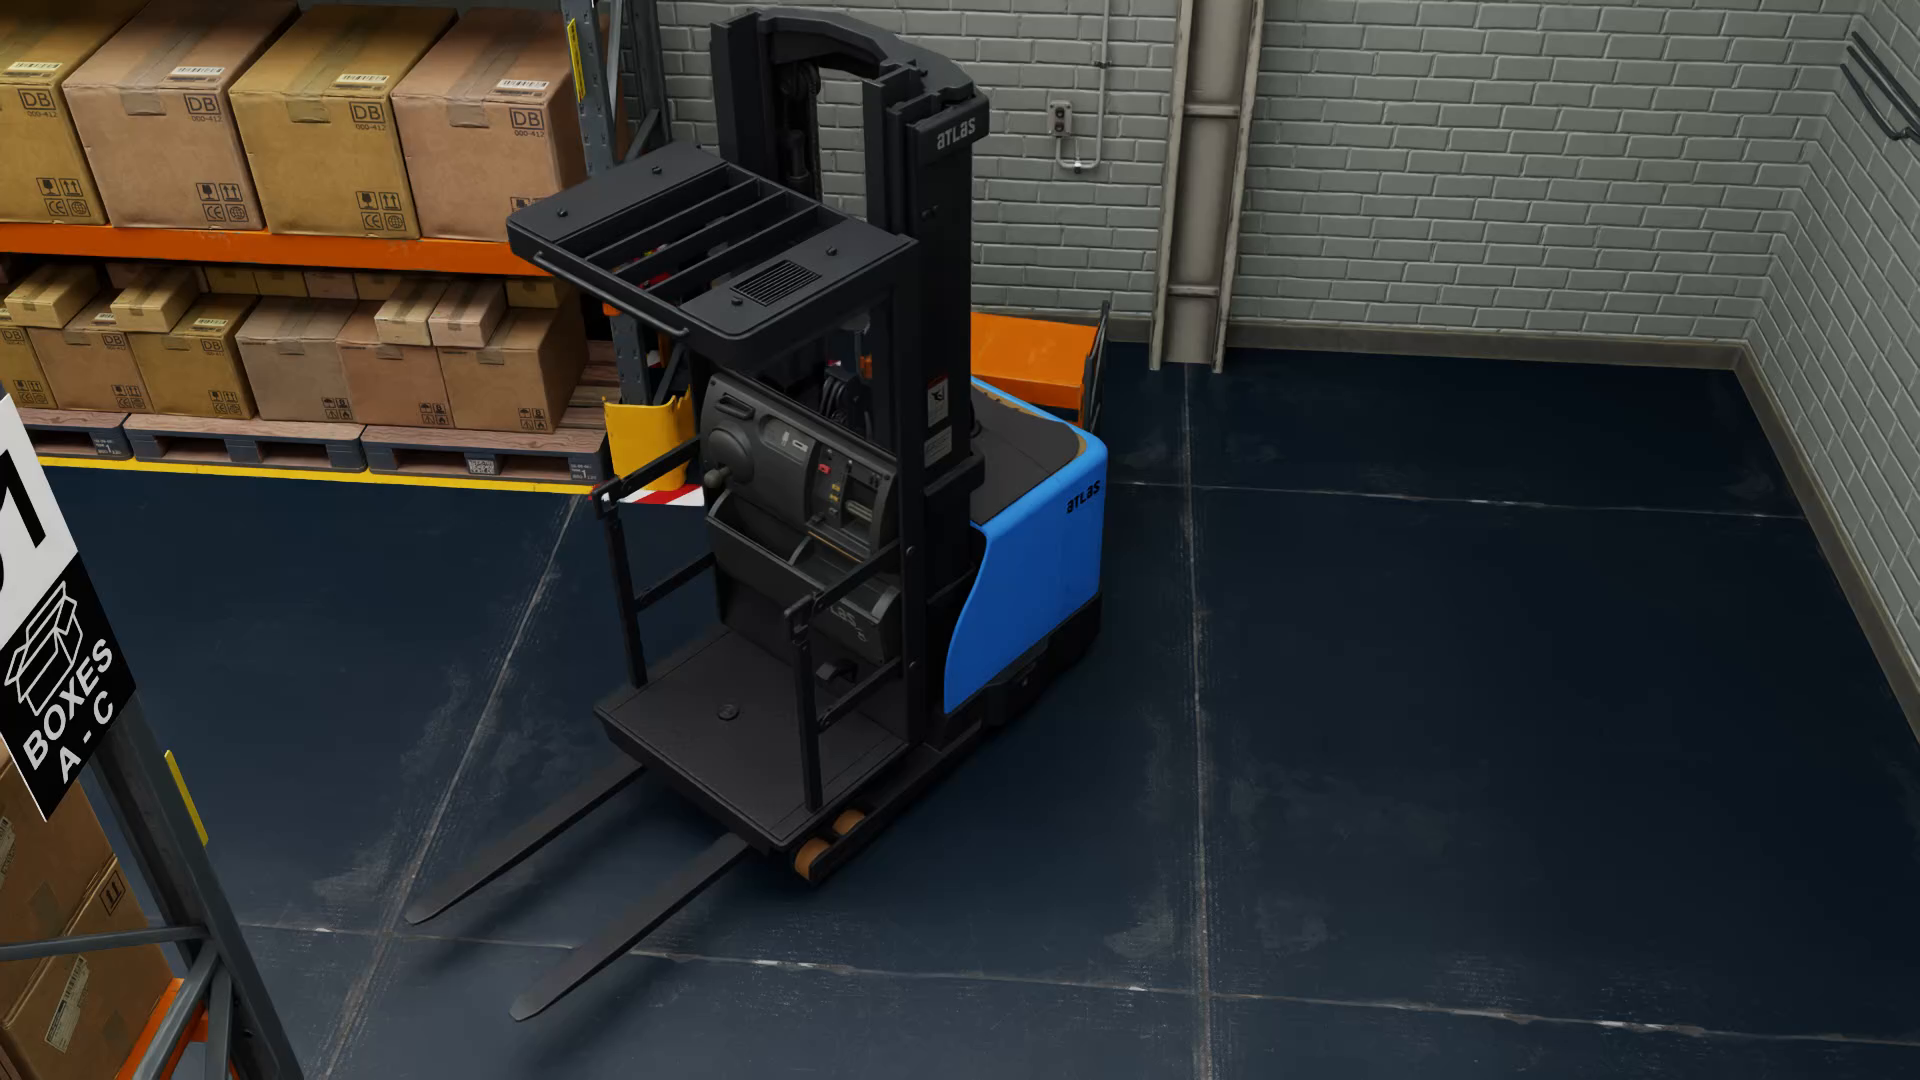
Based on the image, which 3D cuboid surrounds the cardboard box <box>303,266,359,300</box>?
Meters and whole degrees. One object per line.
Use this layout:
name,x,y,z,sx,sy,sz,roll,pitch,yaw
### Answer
cardboard box,-3.094,-1.373,8.365,0.250,0.149,0.380,4,39,4

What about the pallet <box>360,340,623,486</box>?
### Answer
pallet,-2.325,-0.692,8.604,1.213,0.211,1.003,3,39,4

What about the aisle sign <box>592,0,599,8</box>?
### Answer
aisle sign,-1.476,-2.595,6.673,0.004,0.787,0.394,3,39,4

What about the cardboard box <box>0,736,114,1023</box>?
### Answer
cardboard box,-2.365,0.720,3.789,0.500,0.500,0.500,4,39,5

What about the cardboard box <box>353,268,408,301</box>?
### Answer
cardboard box,-2.840,-1.360,8.348,0.250,0.149,0.380,3,39,4

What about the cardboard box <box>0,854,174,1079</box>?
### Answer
cardboard box,-2.365,1.107,4.105,0.500,0.500,0.500,4,39,5

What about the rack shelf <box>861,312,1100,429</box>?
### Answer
rack shelf,0.107,-0.788,7.533,1.000,0.278,0.538,8,40,10

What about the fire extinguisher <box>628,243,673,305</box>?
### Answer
fire extinguisher,-1.412,-1.306,7.506,0.183,0.674,0.296,3,39,4

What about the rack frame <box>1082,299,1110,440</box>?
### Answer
rack frame,0.603,-0.491,7.632,0.032,1.125,0.500,8,40,10

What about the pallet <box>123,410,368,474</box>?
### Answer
pallet,-3.537,-0.760,8.687,1.213,0.211,1.003,3,39,4

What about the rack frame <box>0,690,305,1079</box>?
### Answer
rack frame,-1.946,1.336,3.903,0.127,3.000,1.000,3,39,4

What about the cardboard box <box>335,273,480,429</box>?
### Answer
cardboard box,-2.727,-0.975,8.390,0.500,0.500,0.700,3,39,4

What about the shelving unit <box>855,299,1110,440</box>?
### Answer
shelving unit,0.107,-0.561,7.718,1.048,1.125,0.538,8,40,10

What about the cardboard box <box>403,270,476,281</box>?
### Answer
cardboard box,-2.591,-1.346,8.331,0.250,0.149,0.380,3,39,4

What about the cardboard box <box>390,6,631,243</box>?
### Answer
cardboard box,-2.031,-1.917,7.662,0.700,0.700,0.980,5,39,6

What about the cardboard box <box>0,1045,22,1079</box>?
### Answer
cardboard box,-2.415,1.444,3.691,0.500,0.500,0.500,4,39,5

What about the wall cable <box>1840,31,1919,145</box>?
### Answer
wall cable,4.082,-2.369,6.162,0.112,2.526,3.097,3,39,4

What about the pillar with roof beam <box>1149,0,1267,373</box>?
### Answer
pillar with roof beam,0.871,-1.796,2.998,0.400,9.000,9.100,3,39,4

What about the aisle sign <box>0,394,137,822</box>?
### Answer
aisle sign,-1.852,0.147,3.304,0.004,0.787,0.394,3,39,4

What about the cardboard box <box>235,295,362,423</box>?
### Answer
cardboard box,-3.228,-1.002,8.423,0.500,0.500,0.700,2,39,2

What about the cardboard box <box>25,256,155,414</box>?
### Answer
cardboard box,-4.271,-1.056,8.489,0.500,0.500,0.700,3,39,3

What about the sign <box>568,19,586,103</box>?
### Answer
sign,-1.583,-1.980,6.872,0.005,0.325,0.100,3,39,4

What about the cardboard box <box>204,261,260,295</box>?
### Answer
cardboard box,-3.602,-1.401,8.399,0.250,0.149,0.380,2,39,3

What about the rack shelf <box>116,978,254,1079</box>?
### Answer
rack shelf,-3.938,1.506,4.264,4.000,0.370,1.077,3,39,4

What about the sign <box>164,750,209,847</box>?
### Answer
sign,-1.899,0.659,4.049,0.005,0.325,0.100,3,39,4

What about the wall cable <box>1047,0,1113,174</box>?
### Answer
wall cable,-0.165,-2.699,8.055,1.851,1.984,0.084,3,39,4

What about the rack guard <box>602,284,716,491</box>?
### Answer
rack guard,-1.498,-0.809,8.518,0.348,0.500,1.175,3,39,4

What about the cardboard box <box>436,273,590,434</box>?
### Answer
cardboard box,-2.228,-0.948,8.357,0.500,0.500,0.700,3,39,4

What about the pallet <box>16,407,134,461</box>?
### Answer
pallet,-4.756,-0.825,8.767,1.213,0.211,1.003,3,39,4

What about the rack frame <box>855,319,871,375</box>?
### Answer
rack frame,-0.389,-0.631,7.804,0.032,1.125,0.500,8,40,10

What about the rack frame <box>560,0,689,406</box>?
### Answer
rack frame,-1.522,-1.779,7.730,0.127,3.000,1.000,3,39,4

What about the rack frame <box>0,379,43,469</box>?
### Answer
rack frame,-1.946,-0.990,2.009,0.127,3.000,1.000,3,39,4

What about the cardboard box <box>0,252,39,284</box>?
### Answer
cardboard box,-4.898,-1.470,8.484,0.250,0.149,0.380,3,39,4

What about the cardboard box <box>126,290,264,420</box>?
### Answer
cardboard box,-3.760,-1.027,8.453,0.500,0.500,0.700,4,39,5

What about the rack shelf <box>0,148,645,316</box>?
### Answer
rack shelf,-3.515,-1.609,8.091,4.000,0.370,1.077,3,39,4

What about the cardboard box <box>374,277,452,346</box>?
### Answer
cardboard box,-2.626,-1.106,8.036,0.250,0.149,0.380,4,39,5

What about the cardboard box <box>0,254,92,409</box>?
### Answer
cardboard box,-4.771,-1.086,8.525,0.500,0.500,0.700,4,39,4

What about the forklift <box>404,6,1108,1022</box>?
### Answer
forklift,-0.735,-0.203,5.848,1.130,2.935,3.031,29,47,31

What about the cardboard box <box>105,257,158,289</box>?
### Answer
cardboard box,-4.111,-1.428,8.433,0.250,0.149,0.380,2,39,2

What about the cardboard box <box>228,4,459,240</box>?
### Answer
cardboard box,-2.757,-1.950,7.702,0.700,0.700,0.980,3,39,3

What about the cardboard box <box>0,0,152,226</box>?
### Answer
cardboard box,-4.241,-2.031,7.801,0.700,0.700,0.980,2,39,3

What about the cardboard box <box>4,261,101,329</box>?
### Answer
cardboard box,-4.445,-1.204,8.157,0.250,0.149,0.380,4,39,5

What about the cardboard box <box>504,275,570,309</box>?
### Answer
cardboard box,-2.086,-1.319,8.298,0.250,0.149,0.380,3,39,4

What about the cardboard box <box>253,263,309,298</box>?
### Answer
cardboard box,-3.349,-1.387,8.381,0.250,0.149,0.380,4,39,4

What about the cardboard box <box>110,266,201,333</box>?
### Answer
cardboard box,-3.925,-1.175,8.122,0.250,0.149,0.380,2,39,3

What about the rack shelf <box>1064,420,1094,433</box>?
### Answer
rack shelf,0.107,-0.371,7.872,1.000,0.278,0.538,8,40,10

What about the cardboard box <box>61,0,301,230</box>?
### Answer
cardboard box,-3.516,-1.997,7.760,0.700,0.700,0.980,1,39,2

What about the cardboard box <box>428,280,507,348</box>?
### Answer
cardboard box,-2.372,-1.092,8.020,0.250,0.149,0.380,3,39,3

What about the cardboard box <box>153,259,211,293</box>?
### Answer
cardboard box,-3.859,-1.414,8.415,0.250,0.149,0.380,4,39,4
